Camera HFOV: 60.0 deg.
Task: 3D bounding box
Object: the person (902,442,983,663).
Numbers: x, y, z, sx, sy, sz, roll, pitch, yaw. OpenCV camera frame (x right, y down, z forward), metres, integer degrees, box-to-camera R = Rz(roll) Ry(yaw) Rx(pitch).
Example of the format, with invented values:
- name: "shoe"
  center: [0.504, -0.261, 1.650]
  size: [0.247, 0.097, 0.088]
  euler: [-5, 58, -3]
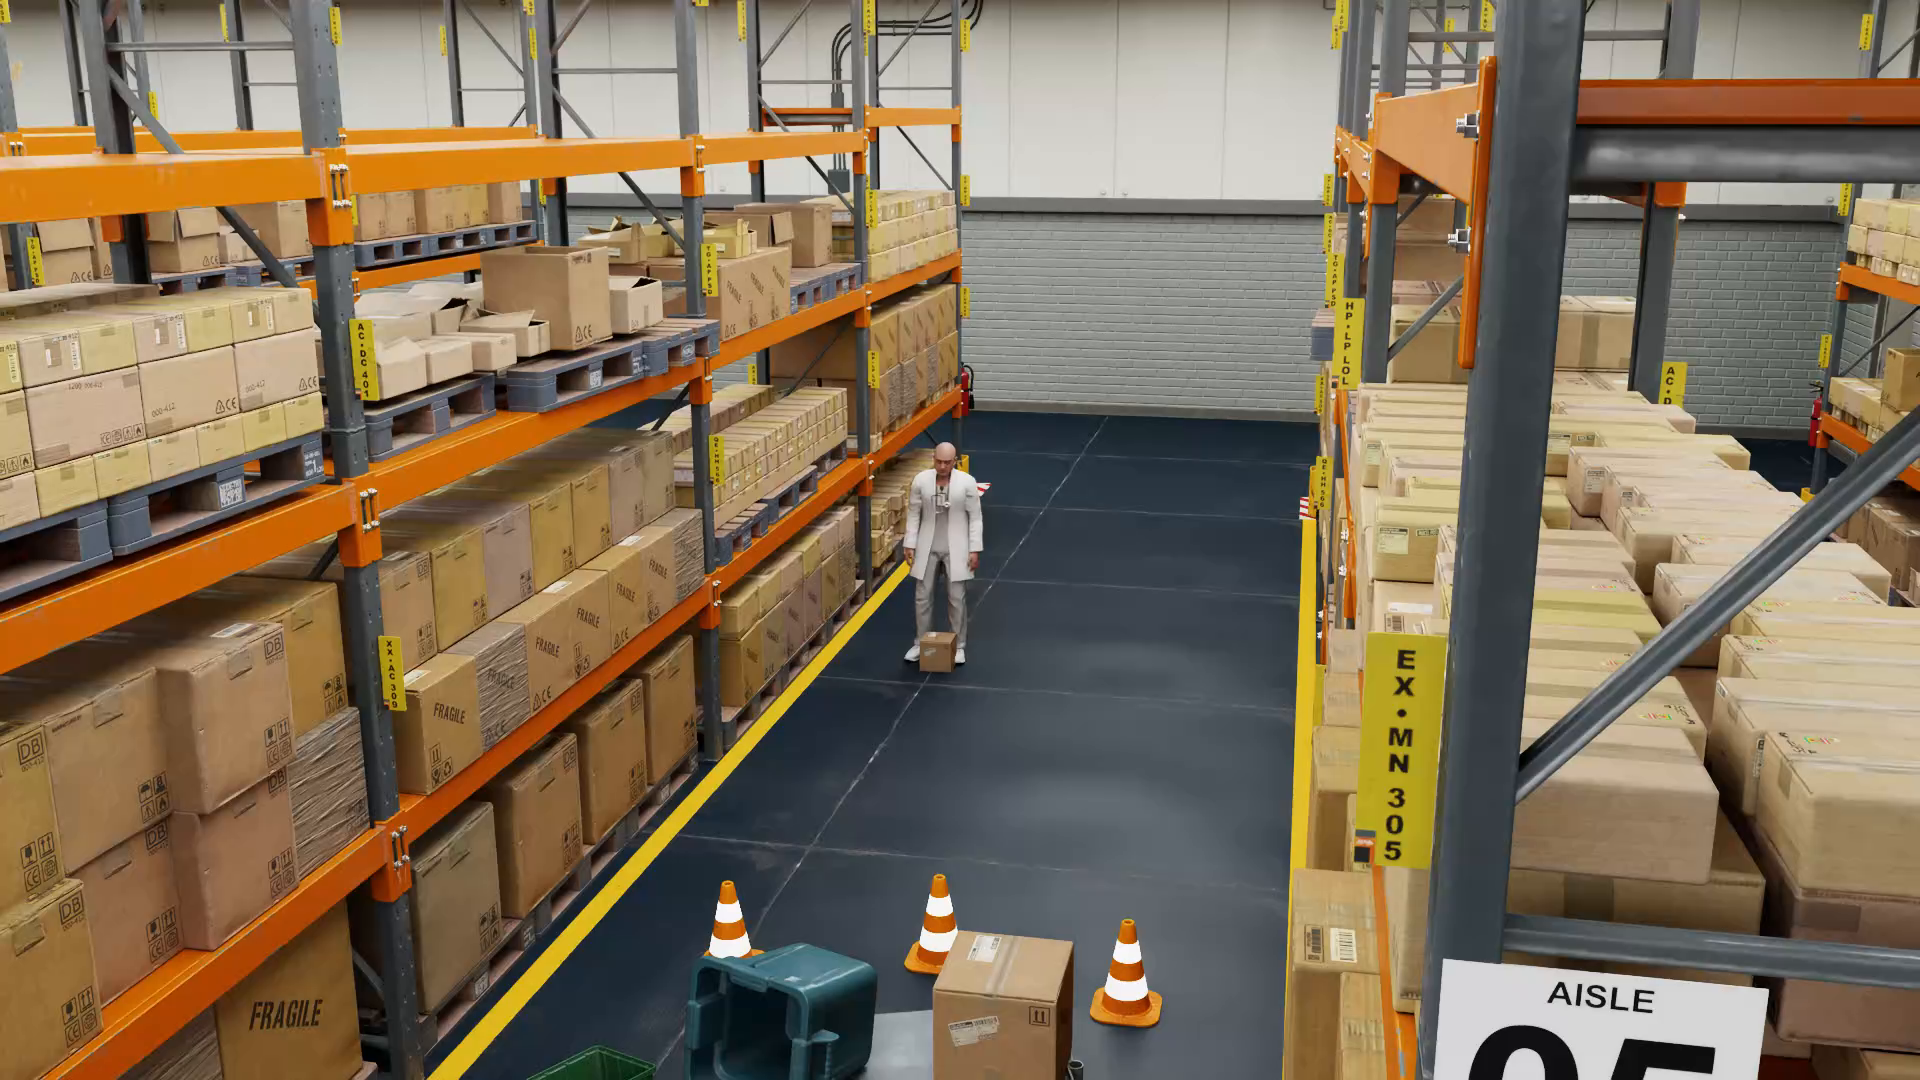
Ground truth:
- name: "person"
  center: [-0.137, 0.088, 13.201]
  size: [0.647, 1.773, 0.427]
  euler: [2, 15, 9]
